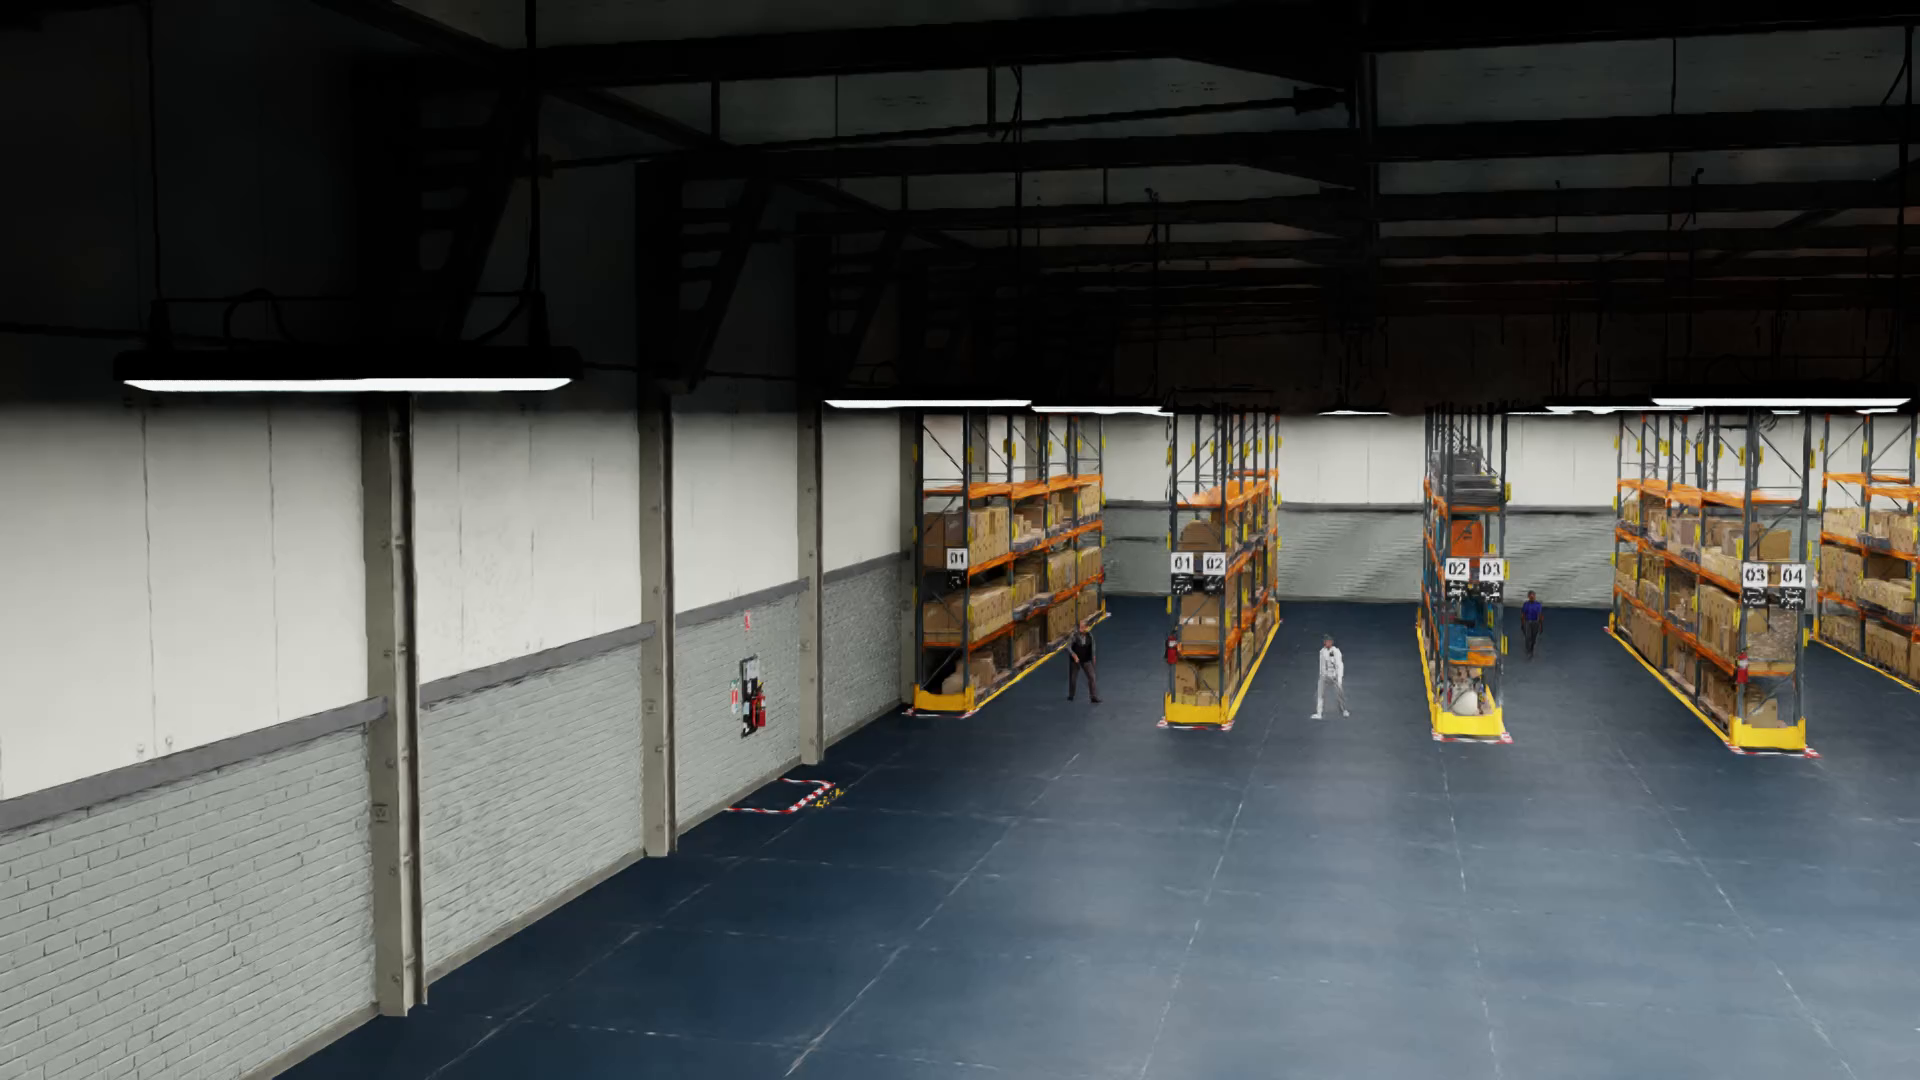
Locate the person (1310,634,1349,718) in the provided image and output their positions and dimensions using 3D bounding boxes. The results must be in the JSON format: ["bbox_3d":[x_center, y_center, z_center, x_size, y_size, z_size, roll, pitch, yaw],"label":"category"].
[{"bbox_3d":[7.067,2.574,31.673,0.523,1.615,0.943,3,5,36],"label":"person"}]

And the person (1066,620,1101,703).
[{"bbox_3d":[2.449,2.419,33.407,0.687,1.654,0.817,0,4,-5],"label":"person"}]

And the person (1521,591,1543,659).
[{"bbox_3d":[13.601,1.999,39.530,0.463,1.596,0.989,1,4,13],"label":"person"}]

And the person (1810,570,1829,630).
[{"bbox_3d":[23.157,1.596,44.731,0.537,1.658,0.507,-4,5,-40],"label":"person"}]
